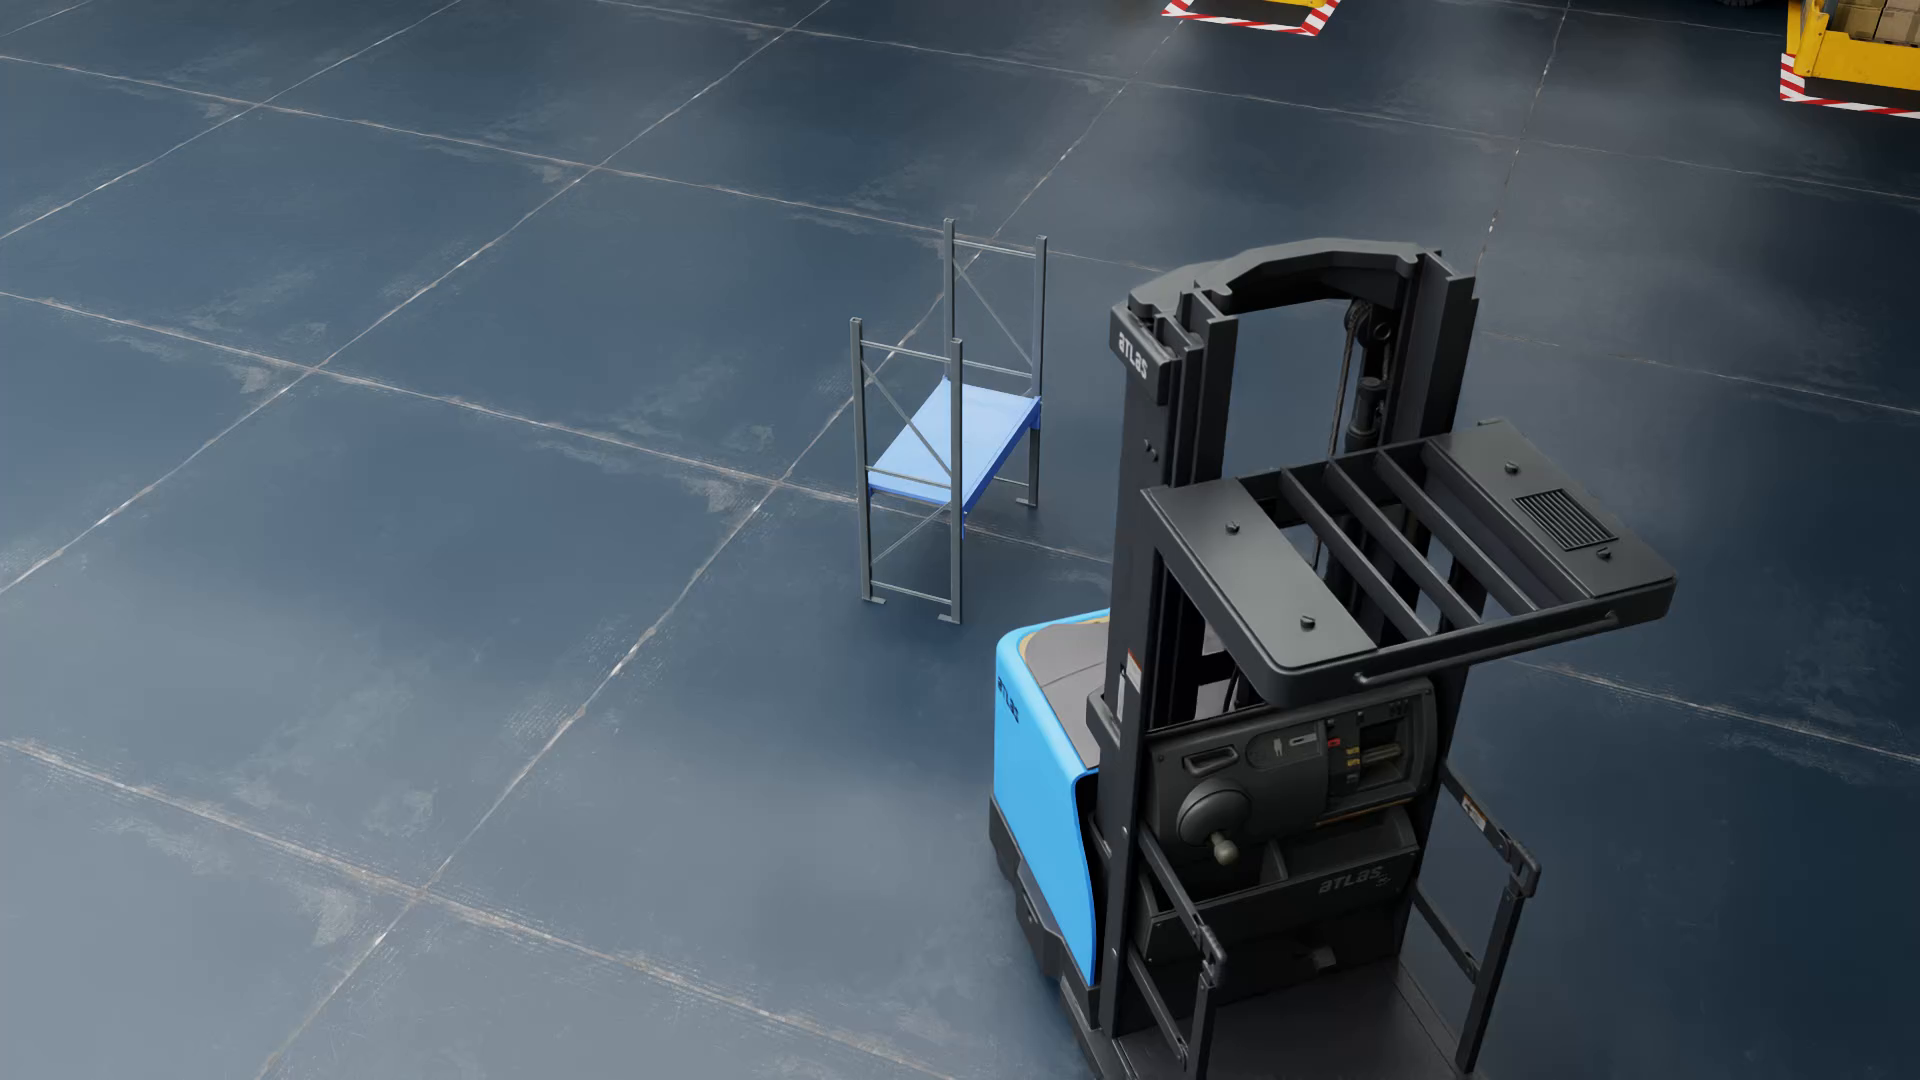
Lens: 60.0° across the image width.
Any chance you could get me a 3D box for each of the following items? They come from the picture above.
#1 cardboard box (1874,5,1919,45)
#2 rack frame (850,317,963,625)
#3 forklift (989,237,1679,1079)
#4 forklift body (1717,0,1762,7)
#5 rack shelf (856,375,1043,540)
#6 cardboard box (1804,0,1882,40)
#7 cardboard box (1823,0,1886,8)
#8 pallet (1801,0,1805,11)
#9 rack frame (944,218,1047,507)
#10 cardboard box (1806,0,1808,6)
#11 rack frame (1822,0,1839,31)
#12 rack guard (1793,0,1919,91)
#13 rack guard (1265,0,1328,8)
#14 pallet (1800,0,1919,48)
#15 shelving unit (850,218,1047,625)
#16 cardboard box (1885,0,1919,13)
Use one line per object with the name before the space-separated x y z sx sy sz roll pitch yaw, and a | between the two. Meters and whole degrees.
cardboard box | 7.592 -4.161 13.257 0.500 0.250 0.500 14 39 18
rack frame | -0.226 -0.272 7.361 0.500 1.500 0.032 14 39 18
forklift | 1.073 0.761 4.784 1.130 2.935 3.031 -12 38 -15
forklift body | 6.259 -5.992 14.470 2.313 2.155 1.214 14 39 18
rack shelf | -0.032 -0.409 7.845 0.538 0.185 1.000 14 39 18
cardboard box | 7.111 -4.266 13.397 0.500 0.250 0.500 14 39 18
cardboard box | 7.121 -4.475 13.259 0.500 0.250 0.500 13 39 17
pallet | 7.942 -4.856 14.570 1.003 0.211 1.213 14 39 18
rack frame | 0.161 -0.835 8.114 0.500 1.500 0.032 14 39 18
cardboard box | 7.309 -4.539 13.763 0.500 0.250 0.500 14 39 18
rack frame | 7.225 -4.867 12.256 1.000 3.000 0.127 14 39 18
rack guard | 7.215 -3.852 12.986 1.175 0.500 0.348 14 39 18
rack guard | 2.662 -5.036 14.570 1.175 0.500 0.348 14 39 18
pallet | 7.477 -4.183 13.670 1.003 0.211 1.213 14 39 18
shelving unit | -0.032 -0.554 7.738 0.538 1.500 1.048 14 39 18
cardboard box | 7.595 -4.347 13.088 0.500 0.250 0.500 15 39 19
